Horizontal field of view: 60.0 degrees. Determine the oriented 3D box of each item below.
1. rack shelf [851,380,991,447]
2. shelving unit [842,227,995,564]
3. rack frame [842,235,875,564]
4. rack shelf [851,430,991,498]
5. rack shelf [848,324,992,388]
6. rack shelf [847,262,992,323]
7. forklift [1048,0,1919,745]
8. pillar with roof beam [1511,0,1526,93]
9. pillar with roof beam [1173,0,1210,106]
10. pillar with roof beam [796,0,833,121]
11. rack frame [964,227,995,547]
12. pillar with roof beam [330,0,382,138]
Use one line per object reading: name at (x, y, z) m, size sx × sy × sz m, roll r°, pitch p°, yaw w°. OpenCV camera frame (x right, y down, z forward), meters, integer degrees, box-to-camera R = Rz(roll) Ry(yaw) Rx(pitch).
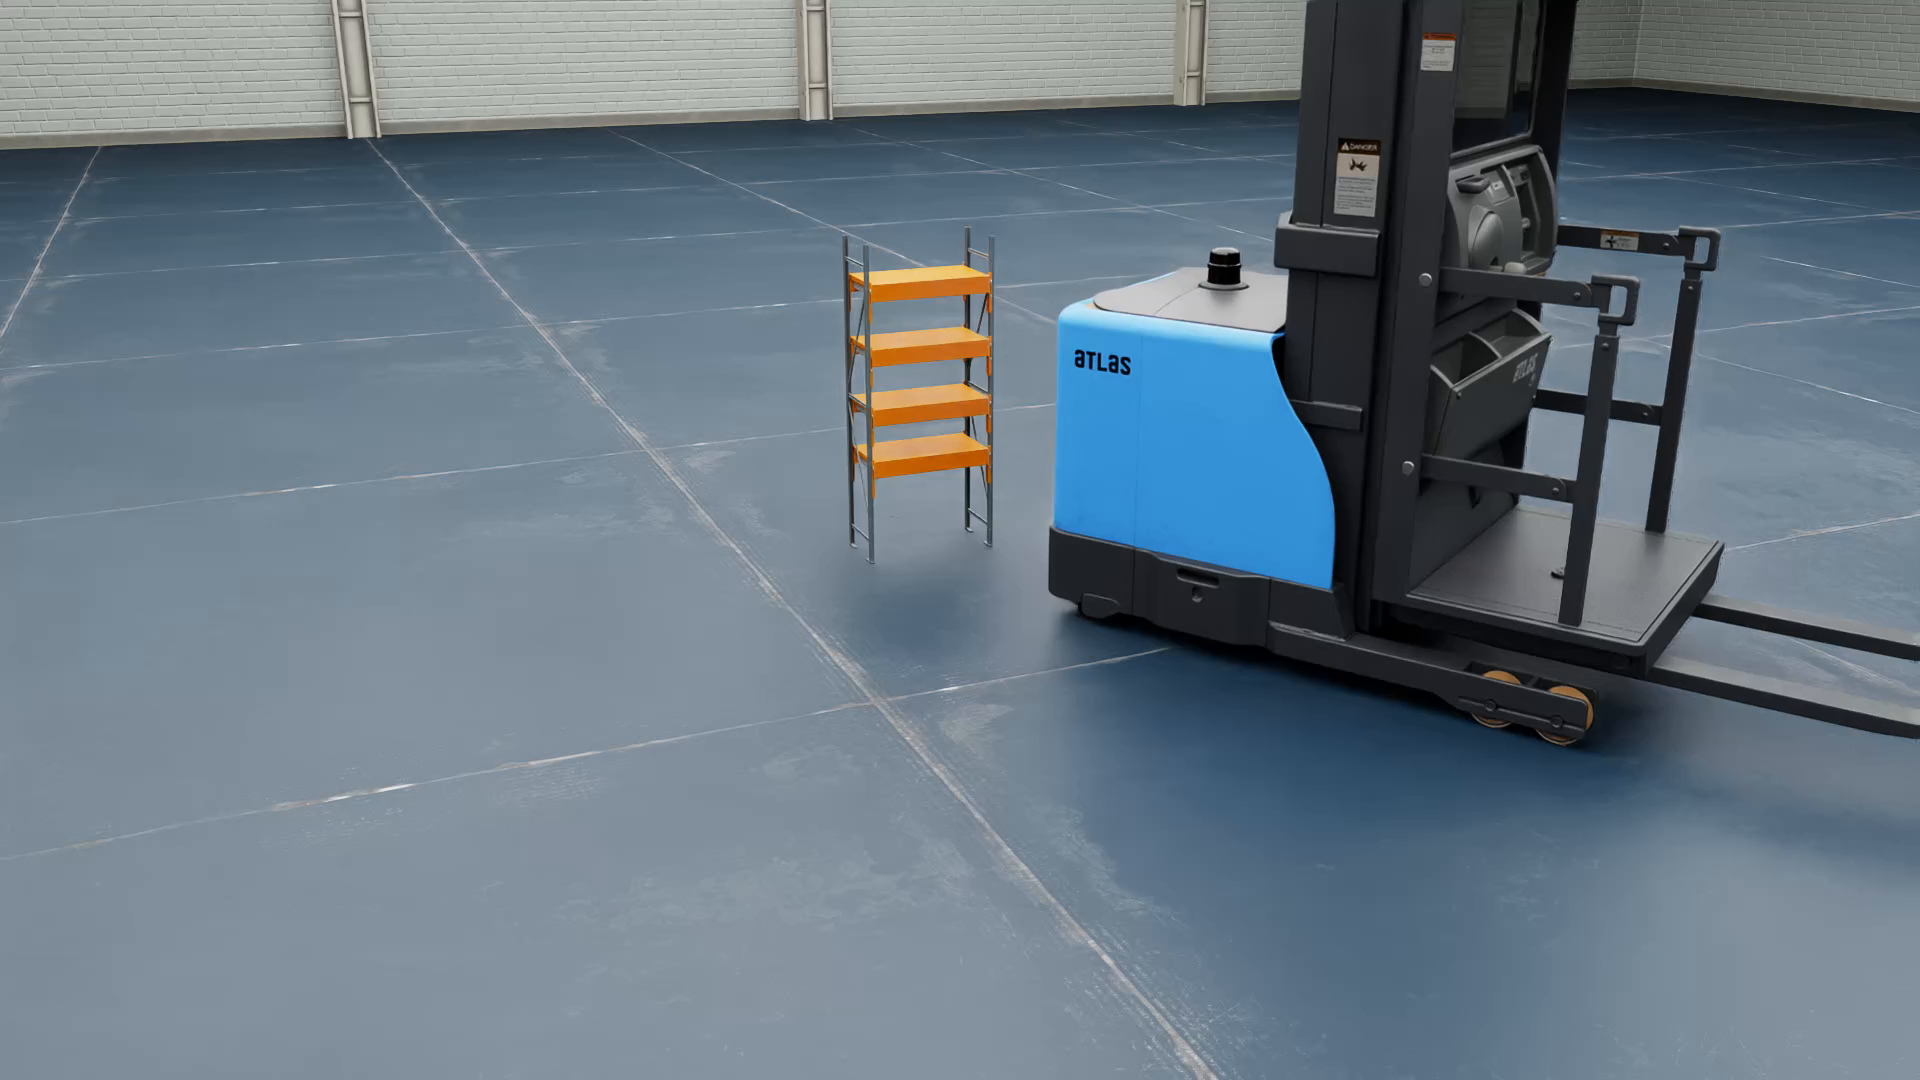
rack shelf at (-0.152, -0.481, 6.283) m, size 0.480 × 0.148 × 0.258 m, roll -8°, pitch 21°, yaw -22°
shelving unit at (-0.152, -0.544, 6.261) m, size 0.503 × 1.200 × 0.258 m, roll -8°, pitch 21°, yaw -22°
rack frame at (-0.376, -0.512, 6.170) m, size 0.015 × 1.200 × 0.240 m, roll -8°, pitch 21°, yaw -22°
rack shelf at (-0.152, -0.293, 6.349) m, size 0.480 × 0.148 × 0.258 m, roll -8°, pitch 21°, yaw -22°
rack shelf at (-0.152, -0.692, 6.209) m, size 0.480 × 0.148 × 0.258 m, roll -8°, pitch 21°, yaw -22°
rack shelf at (-0.152, -0.915, 6.130) m, size 0.480 × 0.148 × 0.258 m, roll -8°, pitch 21°, yaw -22°
forklift at (1.809, -0.988, 4.914) m, size 3.031 × 2.935 × 1.130 m, roll 13°, pitch 23°, yaw 33°
pillar with roof beam at (10.716, -10.387, 22.472) m, size 0.400 × 9.000 × 9.100 m, roll -8°, pitch 21°, yaw -22°
pillar with roof beam at (5.207, -9.598, 20.231) m, size 0.400 × 9.000 × 9.100 m, roll -8°, pitch 21°, yaw -22°
pillar with roof beam at (-0.303, -8.808, 17.989) m, size 0.400 × 9.000 × 9.100 m, roll -8°, pitch 21°, yaw -22°
rack frame at (0.072, -0.576, 6.352) m, size 0.015 × 1.200 × 0.240 m, roll -8°, pitch 21°, yaw -22°
pillar with roof beam at (-5.812, -8.019, 15.747) m, size 0.400 × 9.000 × 9.100 m, roll -8°, pitch 21°, yaw -22°
